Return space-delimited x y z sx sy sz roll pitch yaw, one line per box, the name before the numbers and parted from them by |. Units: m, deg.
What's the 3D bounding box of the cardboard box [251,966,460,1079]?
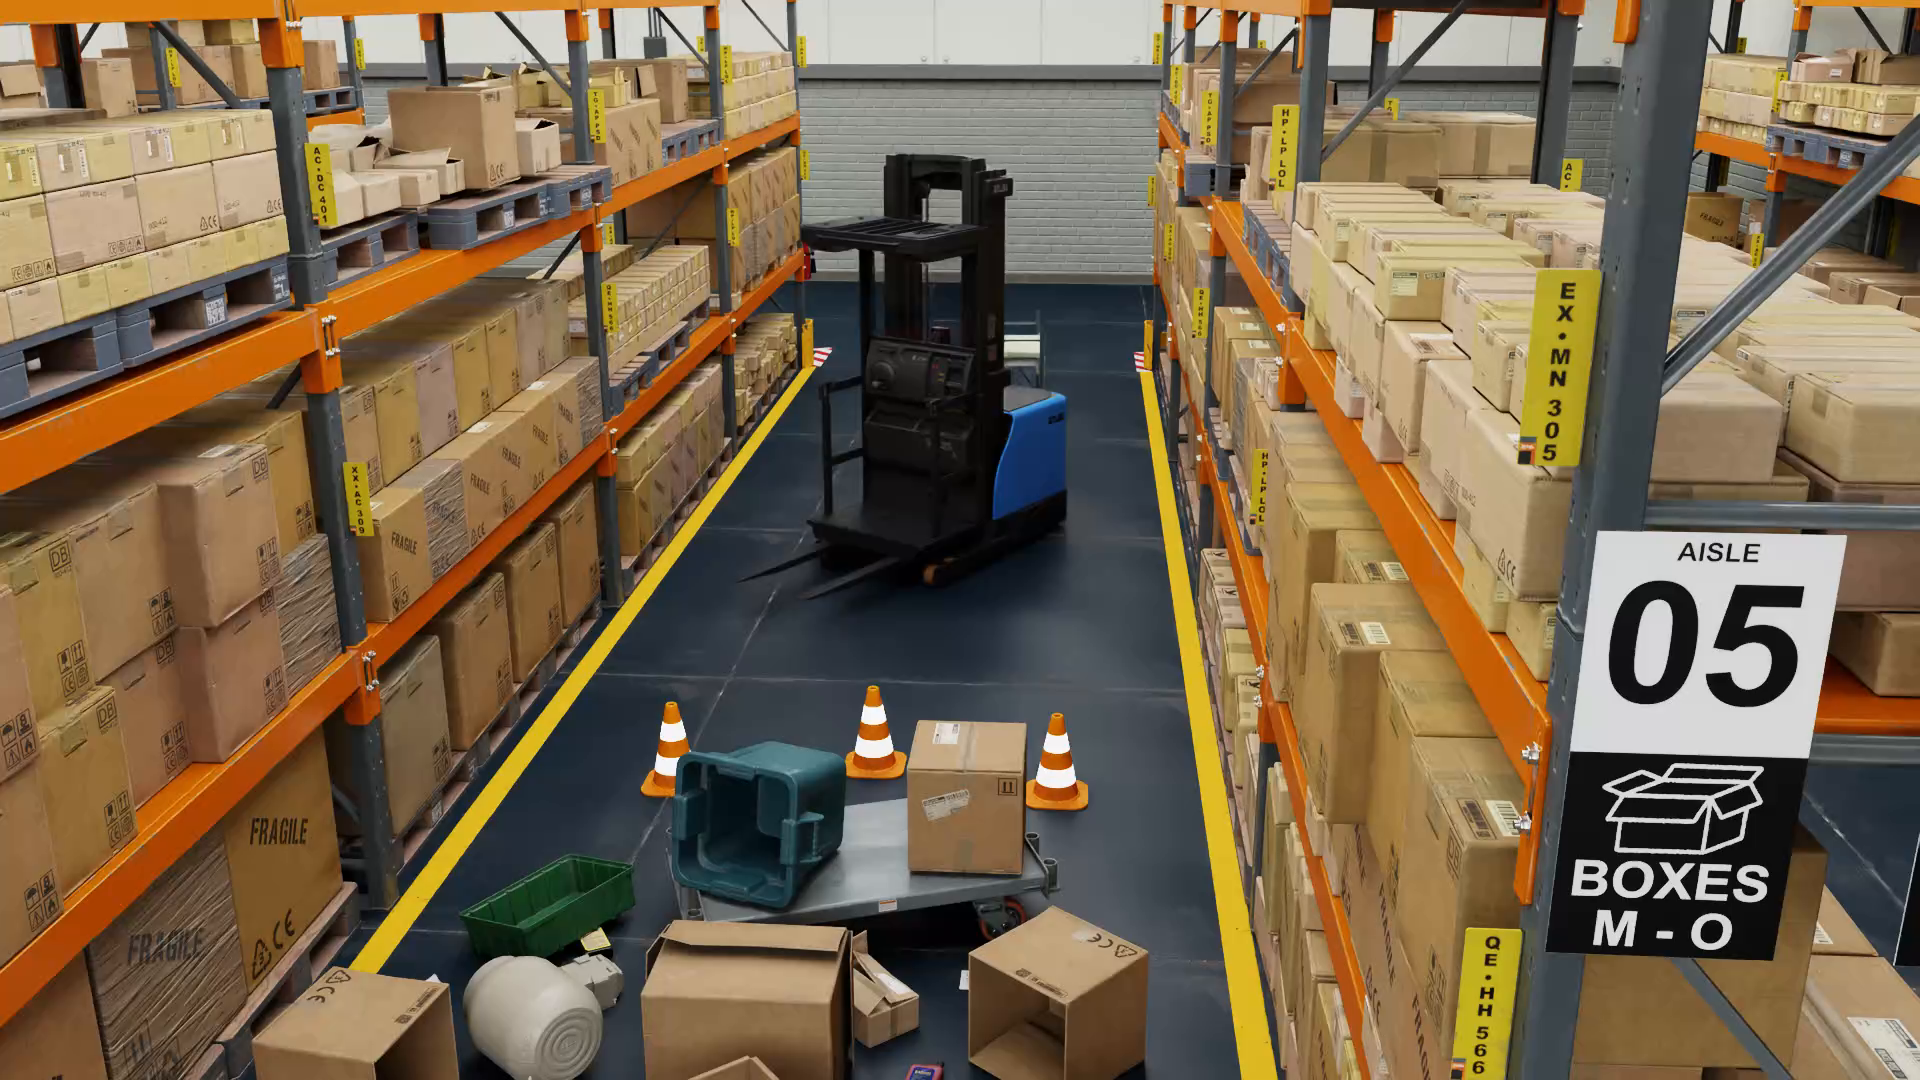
cardboard box | -2.216 1.956 6.146 0.500 0.500 0.500 4 19 13

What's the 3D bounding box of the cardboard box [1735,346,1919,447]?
cardboard box | 1.761 -0.284 3.277 0.380 0.149 0.250 1 18 4

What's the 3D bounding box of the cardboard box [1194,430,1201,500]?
cardboard box | 2.368 -0.856 13.456 0.875 0.875 0.875 2 18 6

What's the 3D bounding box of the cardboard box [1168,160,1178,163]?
cardboard box | 2.268 -3.708 16.613 0.380 0.149 0.250 1 18 4

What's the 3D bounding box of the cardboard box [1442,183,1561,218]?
cardboard box | 2.012 -1.238 6.190 0.380 0.149 0.250 2 18 5

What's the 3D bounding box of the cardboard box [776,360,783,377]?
cardboard box | -2.080 -1.819 17.562 0.380 0.149 0.250 0 18 1

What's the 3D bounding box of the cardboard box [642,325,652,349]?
cardboard box | -2.535 -1.526 12.493 0.380 0.149 0.250 2 18 6

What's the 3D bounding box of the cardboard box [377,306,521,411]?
cardboard box | -2.953 -1.045 9.528 0.700 0.500 0.500 1 18 3

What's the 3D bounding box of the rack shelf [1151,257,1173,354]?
rack shelf | 2.533 -2.420 16.648 1.077 0.370 4.000 1 18 4

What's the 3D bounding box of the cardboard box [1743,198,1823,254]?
cardboard box | 7.713 -2.914 15.559 0.500 0.500 0.500 1 18 2

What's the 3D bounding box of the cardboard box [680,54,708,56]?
cardboard box | -2.665 -4.911 17.075 0.380 0.149 0.250 2 18 5

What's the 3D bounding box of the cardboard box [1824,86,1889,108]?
cardboard box | 6.882 -3.400 12.756 0.380 0.149 0.250 1 18 3

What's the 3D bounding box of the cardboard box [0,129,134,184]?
cardboard box | -2.908 -1.232 5.337 0.380 0.149 0.250 1 18 4

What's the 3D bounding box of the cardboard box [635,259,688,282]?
cardboard box | -2.446 -2.209 13.621 0.380 0.149 0.250 1 18 4

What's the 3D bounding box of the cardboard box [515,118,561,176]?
cardboard box | -2.617 -2.277 9.545 0.500 0.311 0.500 1 18 4

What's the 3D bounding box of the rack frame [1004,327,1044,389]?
rack frame | 0.473 -0.984 13.517 0.400 1.500 0.023 0 18 0

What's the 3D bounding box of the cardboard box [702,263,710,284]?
cardboard box | -2.386 -2.314 14.418 0.380 0.149 0.250 2 18 6

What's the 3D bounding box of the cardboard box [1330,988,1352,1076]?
cardboard box | 1.328 1.498 5.028 0.380 0.149 0.250 2 18 6

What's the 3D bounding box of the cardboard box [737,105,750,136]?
cardboard box | -2.231 -3.868 15.334 0.500 0.250 0.500 1 18 3

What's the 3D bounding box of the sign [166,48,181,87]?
sign | -6.952 -4.174 14.691 0.100 0.325 0.005 1 18 4

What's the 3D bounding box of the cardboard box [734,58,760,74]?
cardboard box | -2.144 -4.575 16.049 0.380 0.149 0.250 1 18 2

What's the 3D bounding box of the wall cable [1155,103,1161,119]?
wall cable | 3.058 -5.633 23.615 0.585 1.953 0.123 1 18 4

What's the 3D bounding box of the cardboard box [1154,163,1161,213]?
cardboard box | 2.358 -3.763 17.825 0.500 0.500 0.500 1 18 3

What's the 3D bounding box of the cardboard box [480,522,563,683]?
cardboard box | -3.034 0.350 9.975 1.050 0.750 0.750 2 18 5

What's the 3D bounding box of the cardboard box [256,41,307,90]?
cardboard box | -7.352 -4.990 17.521 0.700 0.500 0.500 1 18 2

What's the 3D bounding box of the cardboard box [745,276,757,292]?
cardboard box | -2.188 -2.509 16.165 0.380 0.149 0.250 2 18 5

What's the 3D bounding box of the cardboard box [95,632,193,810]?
cardboard box | -3.315 0.644 5.898 0.875 0.550 0.550 1 18 4

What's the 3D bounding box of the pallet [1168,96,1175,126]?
pallet | 2.549 -4.156 16.115 1.003 0.211 1.213 1 18 4

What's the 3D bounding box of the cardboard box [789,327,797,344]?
cardboard box | -2.021 -2.278 18.485 0.380 0.149 0.250 1 18 2

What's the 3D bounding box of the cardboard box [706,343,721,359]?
cardboard box | -2.641 -1.946 16.992 0.380 0.149 0.250 1 18 4

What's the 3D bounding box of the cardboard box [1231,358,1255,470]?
cardboard box | 1.735 -0.670 8.839 0.500 0.500 0.500 1 18 2

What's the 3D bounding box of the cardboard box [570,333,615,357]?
cardboard box | -2.606 -1.345 11.462 0.380 0.149 0.250 2 18 6

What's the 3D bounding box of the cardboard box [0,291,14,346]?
cardboard box | -2.962 -0.617 4.739 0.380 0.149 0.250 1 18 4

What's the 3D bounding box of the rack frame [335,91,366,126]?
rack frame | -7.208 -3.605 19.107 1.000 3.000 0.127 1 18 4

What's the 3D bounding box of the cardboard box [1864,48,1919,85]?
cardboard box | 7.402 -3.743 13.138 0.396 0.266 0.258 1 18 4

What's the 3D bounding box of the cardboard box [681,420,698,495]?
cardboard box | -2.434 -0.678 13.515 0.500 0.500 0.500 1 18 3

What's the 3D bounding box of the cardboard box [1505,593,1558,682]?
cardboard box | 1.276 0.163 3.195 0.380 0.149 0.250 1 18 4

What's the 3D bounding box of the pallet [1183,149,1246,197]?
pallet | 2.097 -2.436 11.025 1.213 0.211 1.003 2 18 6

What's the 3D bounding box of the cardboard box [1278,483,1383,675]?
cardboard box | 1.447 0.125 5.481 0.700 0.500 0.500 1 18 3

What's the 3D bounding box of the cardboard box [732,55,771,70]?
cardboard box | -2.121 -4.818 16.790 0.380 0.149 0.250 1 18 3

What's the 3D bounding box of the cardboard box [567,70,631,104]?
cardboard box | -2.521 -3.174 11.586 0.396 0.266 0.258 1 18 4

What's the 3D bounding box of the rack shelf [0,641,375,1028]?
rack shelf | -3.271 1.227 5.515 1.077 0.370 4.000 1 18 4

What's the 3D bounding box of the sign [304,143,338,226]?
sign | -2.574 -1.432 6.703 0.100 0.325 0.005 1 18 4

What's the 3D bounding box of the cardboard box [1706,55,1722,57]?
cardboard box | 7.290 -4.717 16.645 0.500 0.250 0.500 1 18 4

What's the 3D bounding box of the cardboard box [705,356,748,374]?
cardboard box | -2.279 -1.695 16.229 0.380 0.149 0.250 1 18 2

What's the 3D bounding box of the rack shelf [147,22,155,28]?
rack shelf | -7.638 -4.060 12.660 1.077 0.370 4.000 1 18 4

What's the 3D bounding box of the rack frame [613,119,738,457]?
rack frame | -2.554 -2.220 14.882 1.000 3.000 0.127 1 18 4

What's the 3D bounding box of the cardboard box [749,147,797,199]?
cardboard box | -2.052 -3.979 18.005 0.500 0.500 0.500 1 18 3

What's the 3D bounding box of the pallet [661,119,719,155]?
pallet | -2.705 -3.367 13.866 1.213 0.211 1.003 1 18 4

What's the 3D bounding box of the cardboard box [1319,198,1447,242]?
cardboard box | 1.451 -1.088 5.731 0.380 0.149 0.250 1 18 2

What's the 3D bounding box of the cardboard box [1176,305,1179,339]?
cardboard box | 2.060 -1.778 13.774 0.500 0.250 0.500 1 18 3

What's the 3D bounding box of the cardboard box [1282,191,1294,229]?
cardboard box | 1.755 -1.552 7.591 0.500 0.250 0.500 2 18 5

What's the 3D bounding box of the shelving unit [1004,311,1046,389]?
shelving unit | 0.475 -1.098 13.865 0.431 1.500 0.755 0 18 0

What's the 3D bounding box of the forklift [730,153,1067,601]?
forklift | -0.421 -1.226 11.957 1.130 2.935 3.031 13 22 34

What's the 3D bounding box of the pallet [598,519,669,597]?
pallet | -2.784 0.105 12.265 1.003 0.211 1.213 1 18 4

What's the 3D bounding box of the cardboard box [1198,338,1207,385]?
cardboard box | 1.885 -1.221 11.271 0.500 0.250 0.500 1 18 4

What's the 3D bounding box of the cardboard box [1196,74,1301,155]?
cardboard box | 1.985 -2.883 11.252 0.700 0.500 0.500 0 18 1
